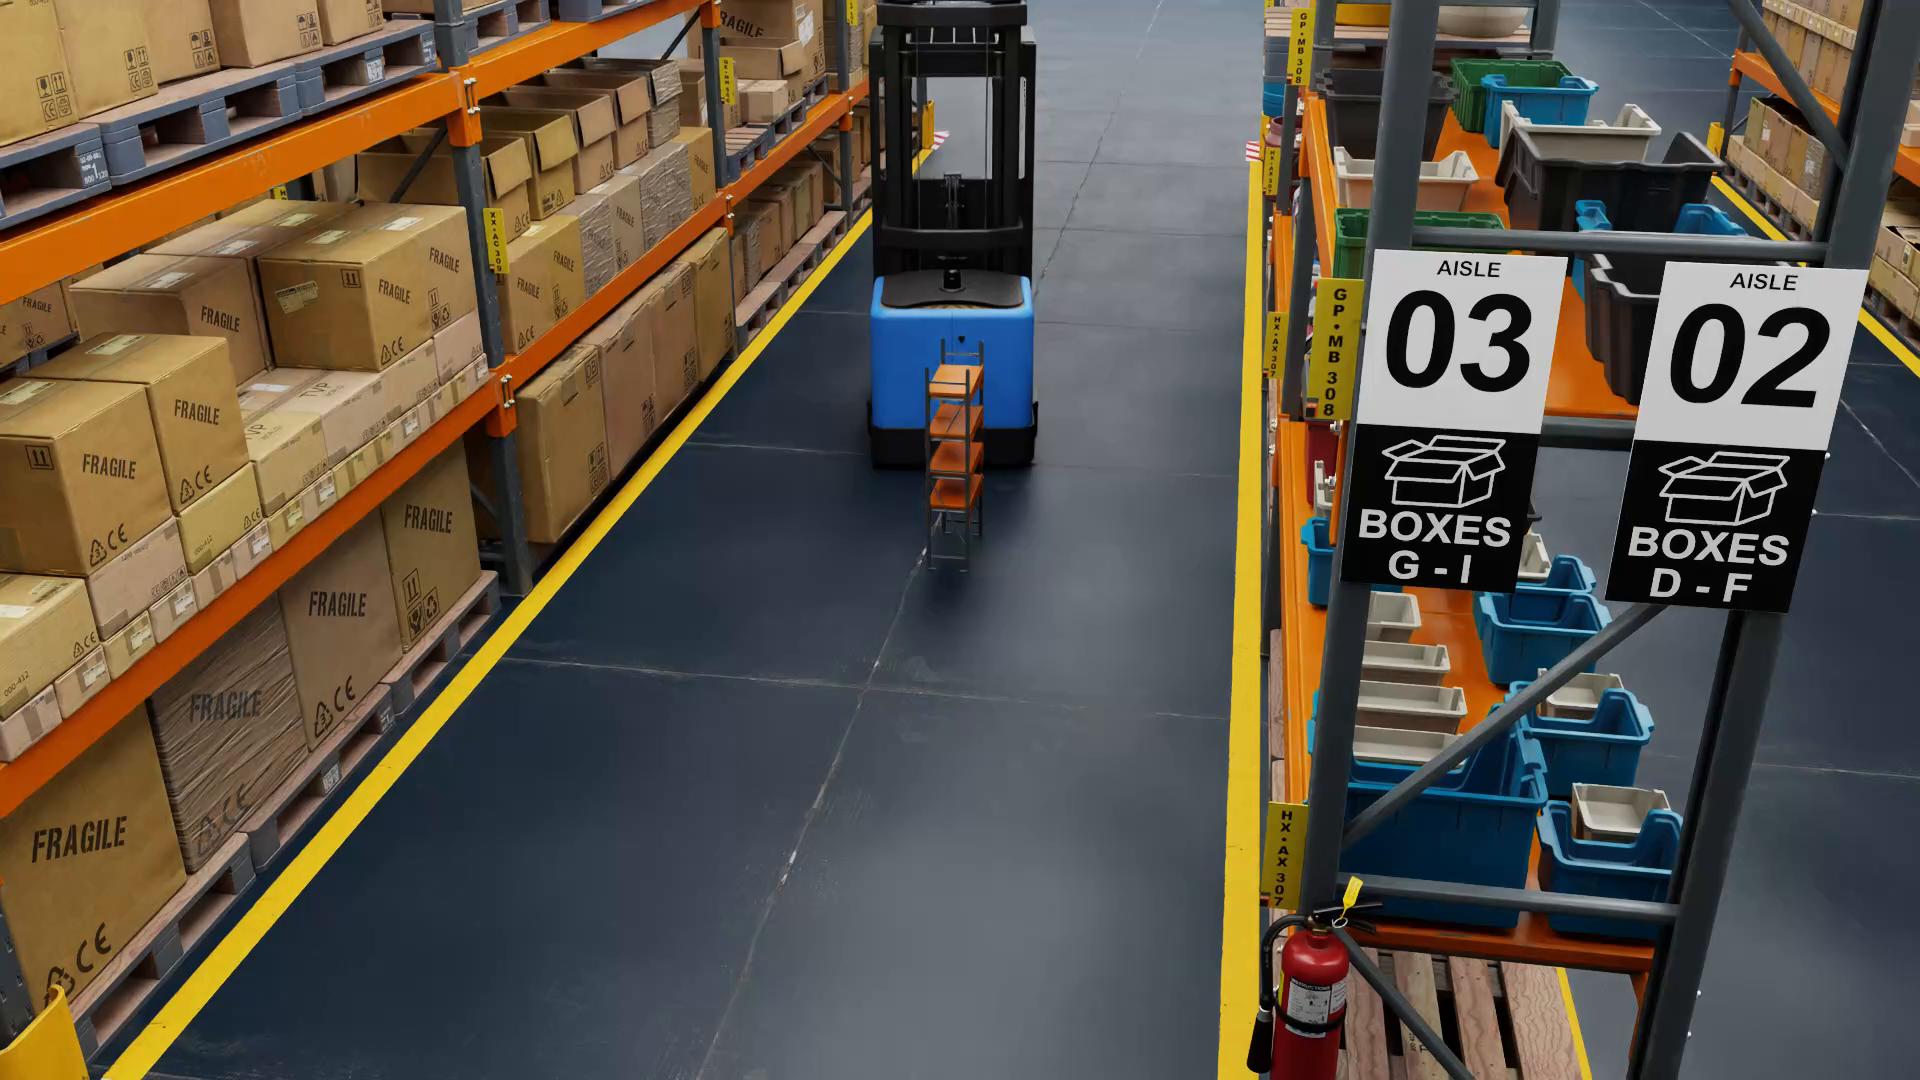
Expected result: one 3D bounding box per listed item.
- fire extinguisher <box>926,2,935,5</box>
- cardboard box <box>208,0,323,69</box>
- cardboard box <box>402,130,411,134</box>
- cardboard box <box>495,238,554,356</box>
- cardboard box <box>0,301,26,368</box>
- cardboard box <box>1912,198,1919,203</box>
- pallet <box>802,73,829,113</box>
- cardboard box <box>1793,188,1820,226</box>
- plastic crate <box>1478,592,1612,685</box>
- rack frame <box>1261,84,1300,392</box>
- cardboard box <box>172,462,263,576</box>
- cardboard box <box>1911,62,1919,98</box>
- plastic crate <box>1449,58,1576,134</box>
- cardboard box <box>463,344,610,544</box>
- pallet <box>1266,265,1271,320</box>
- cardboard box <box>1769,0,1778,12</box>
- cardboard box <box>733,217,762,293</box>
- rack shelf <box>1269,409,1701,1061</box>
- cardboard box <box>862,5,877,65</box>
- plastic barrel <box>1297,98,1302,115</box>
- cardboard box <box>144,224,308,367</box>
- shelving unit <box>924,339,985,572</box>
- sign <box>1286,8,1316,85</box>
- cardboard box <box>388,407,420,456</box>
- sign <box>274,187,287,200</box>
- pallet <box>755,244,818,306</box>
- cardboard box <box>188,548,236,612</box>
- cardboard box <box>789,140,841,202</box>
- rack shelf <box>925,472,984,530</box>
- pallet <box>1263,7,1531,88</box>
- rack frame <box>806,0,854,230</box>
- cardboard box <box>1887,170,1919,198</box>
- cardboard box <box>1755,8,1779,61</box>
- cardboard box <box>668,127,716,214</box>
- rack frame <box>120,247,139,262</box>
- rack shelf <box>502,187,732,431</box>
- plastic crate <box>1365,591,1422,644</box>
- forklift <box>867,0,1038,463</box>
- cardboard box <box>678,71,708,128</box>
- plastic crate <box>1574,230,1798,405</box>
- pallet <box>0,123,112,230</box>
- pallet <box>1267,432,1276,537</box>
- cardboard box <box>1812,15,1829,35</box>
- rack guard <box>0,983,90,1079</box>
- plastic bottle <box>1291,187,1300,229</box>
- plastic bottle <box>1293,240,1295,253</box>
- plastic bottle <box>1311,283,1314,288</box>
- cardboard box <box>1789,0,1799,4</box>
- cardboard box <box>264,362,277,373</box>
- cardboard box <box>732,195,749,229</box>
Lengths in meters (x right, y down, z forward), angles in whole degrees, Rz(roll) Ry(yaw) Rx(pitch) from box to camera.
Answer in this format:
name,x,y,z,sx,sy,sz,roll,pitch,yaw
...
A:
name,x,y,z,sx,sy,sz,roll,pitch,yaw
fire extinguisher,-0.420,-6.095,19.325,0.296,0.674,0.183,4,25,9
cardboard box,-3.016,-2.179,6.597,0.700,0.500,0.500,5,26,11
cardboard box,-6.252,-4.314,17.438,0.875,0.875,0.875,4,25,9
cardboard box,-2.533,-1.316,8.905,0.500,0.500,0.500,4,25,9
cardboard box,-7.086,-1.480,11.827,0.500,0.500,0.500,3,25,6
cardboard box,8.442,-2.763,14.202,0.500,0.311,0.500,4,25,9
pallet,-1.816,-4.045,15.080,1.003,0.211,1.213,4,25,9
cardboard box,8.177,-3.116,15.617,0.500,0.250,0.500,4,25,9
plastic crate,1.958,0.338,5.616,0.416,0.233,0.300,4,25,9
rack frame,2.685,-2.425,11.393,1.000,3.000,0.127,4,25,9
cardboard box,-3.000,-0.099,6.250,0.500,0.250,0.500,3,25,7
cardboard box,8.292,-3.985,14.607,0.700,0.500,0.500,3,25,7
plastic crate,2.261,-1.817,6.805,0.450,0.188,0.662,4,25,9
cardboard box,-2.770,-0.593,9.489,1.225,0.875,0.875,4,25,9
pallet,3.052,-1.993,13.758,1.003,0.211,1.213,4,25,9
cardboard box,8.562,-5.506,17.091,0.380,0.149,0.250,3,25,7
cardboard box,-2.033,-2.350,13.662,0.700,0.500,0.500,2,25,4
rack shelf,1.705,0.410,6.185,1.077,0.370,4.000,4,25,9
cardboard box,-1.296,-5.012,16.451,0.875,0.500,0.500,4,25,9
plastic barrel,2.712,-3.097,12.697,0.421,0.512,0.421,0,25,0
cardboard box,-3.273,-1.114,7.533,0.500,0.500,0.500,4,25,9
shelving unit,-0.027,-0.474,9.348,0.258,1.200,0.503,4,25,9
sign,1.489,-2.154,7.265,0.100,0.325,0.005,4,25,9
cardboard box,-2.707,-0.509,7.596,0.380,0.149,0.250,4,25,9
sign,-3.392,-1.618,8.396,0.100,0.325,0.005,4,25,9
pallet,-1.870,-2.341,14.503,1.003,0.211,1.213,4,25,9
cardboard box,-2.959,0.136,6.219,0.380,0.149,0.250,4,25,7
cardboard box,-1.442,-3.664,16.493,0.500,0.500,0.500,3,25,7
rack shelf,-0.027,-0.233,9.460,0.258,0.148,0.480,4,25,9
pallet,2.063,-2.360,7.938,1.213,0.211,1.003,4,25,9
rack frame,-1.547,-4.442,15.701,1.000,3.000,0.127,4,25,9
cardboard box,8.610,-3.210,14.934,0.500,0.500,0.500,4,25,9
cardboard box,8.790,-5.278,17.369,0.700,0.500,0.500,4,25,9
cardboard box,-2.037,-2.590,11.628,0.500,0.500,0.500,5,26,10
rack frame,-7.078,-3.155,12.951,1.000,3.000,0.127,4,25,9
rack shelf,-2.528,-1.606,10.492,1.077,0.370,4.000,4,25,9
plastic crate,1.446,0.296,5.821,0.298,0.136,0.250,4,25,9
forklift,-0.050,-2.393,11.405,1.130,2.935,3.031,0,25,0
cardboard box,-2.152,-3.233,12.505,0.500,0.500,0.500,1,25,2
plastic crate,1.716,-0.521,3.940,0.497,0.269,0.590,4,25,9
pallet,-3.398,-1.052,5.026,1.003,0.211,1.213,4,25,9
pallet,2.396,-0.321,10.187,1.003,0.211,1.213,4,25,9
cardboard box,8.308,-4.864,15.719,0.380,0.149,0.250,5,26,10
rack guard,-3.512,1.719,5.487,1.175,0.500,0.348,4,25,9
plastic bottle,2.296,-2.211,11.081,0.152,0.276,0.135,4,25,9
plastic bottle,2.152,-1.881,10.465,0.097,0.201,0.097,0,25,0
plastic bottle,1.919,-1.247,9.023,0.152,0.276,0.135,4,25,9
cardboard box,8.701,-5.623,16.576,0.700,0.500,0.500,3,25,7
cardboard box,-3.276,-0.776,7.697,0.500,0.250,0.500,4,25,8
cardboard box,-2.044,-2.680,13.483,0.500,0.250,0.500,7,26,14
